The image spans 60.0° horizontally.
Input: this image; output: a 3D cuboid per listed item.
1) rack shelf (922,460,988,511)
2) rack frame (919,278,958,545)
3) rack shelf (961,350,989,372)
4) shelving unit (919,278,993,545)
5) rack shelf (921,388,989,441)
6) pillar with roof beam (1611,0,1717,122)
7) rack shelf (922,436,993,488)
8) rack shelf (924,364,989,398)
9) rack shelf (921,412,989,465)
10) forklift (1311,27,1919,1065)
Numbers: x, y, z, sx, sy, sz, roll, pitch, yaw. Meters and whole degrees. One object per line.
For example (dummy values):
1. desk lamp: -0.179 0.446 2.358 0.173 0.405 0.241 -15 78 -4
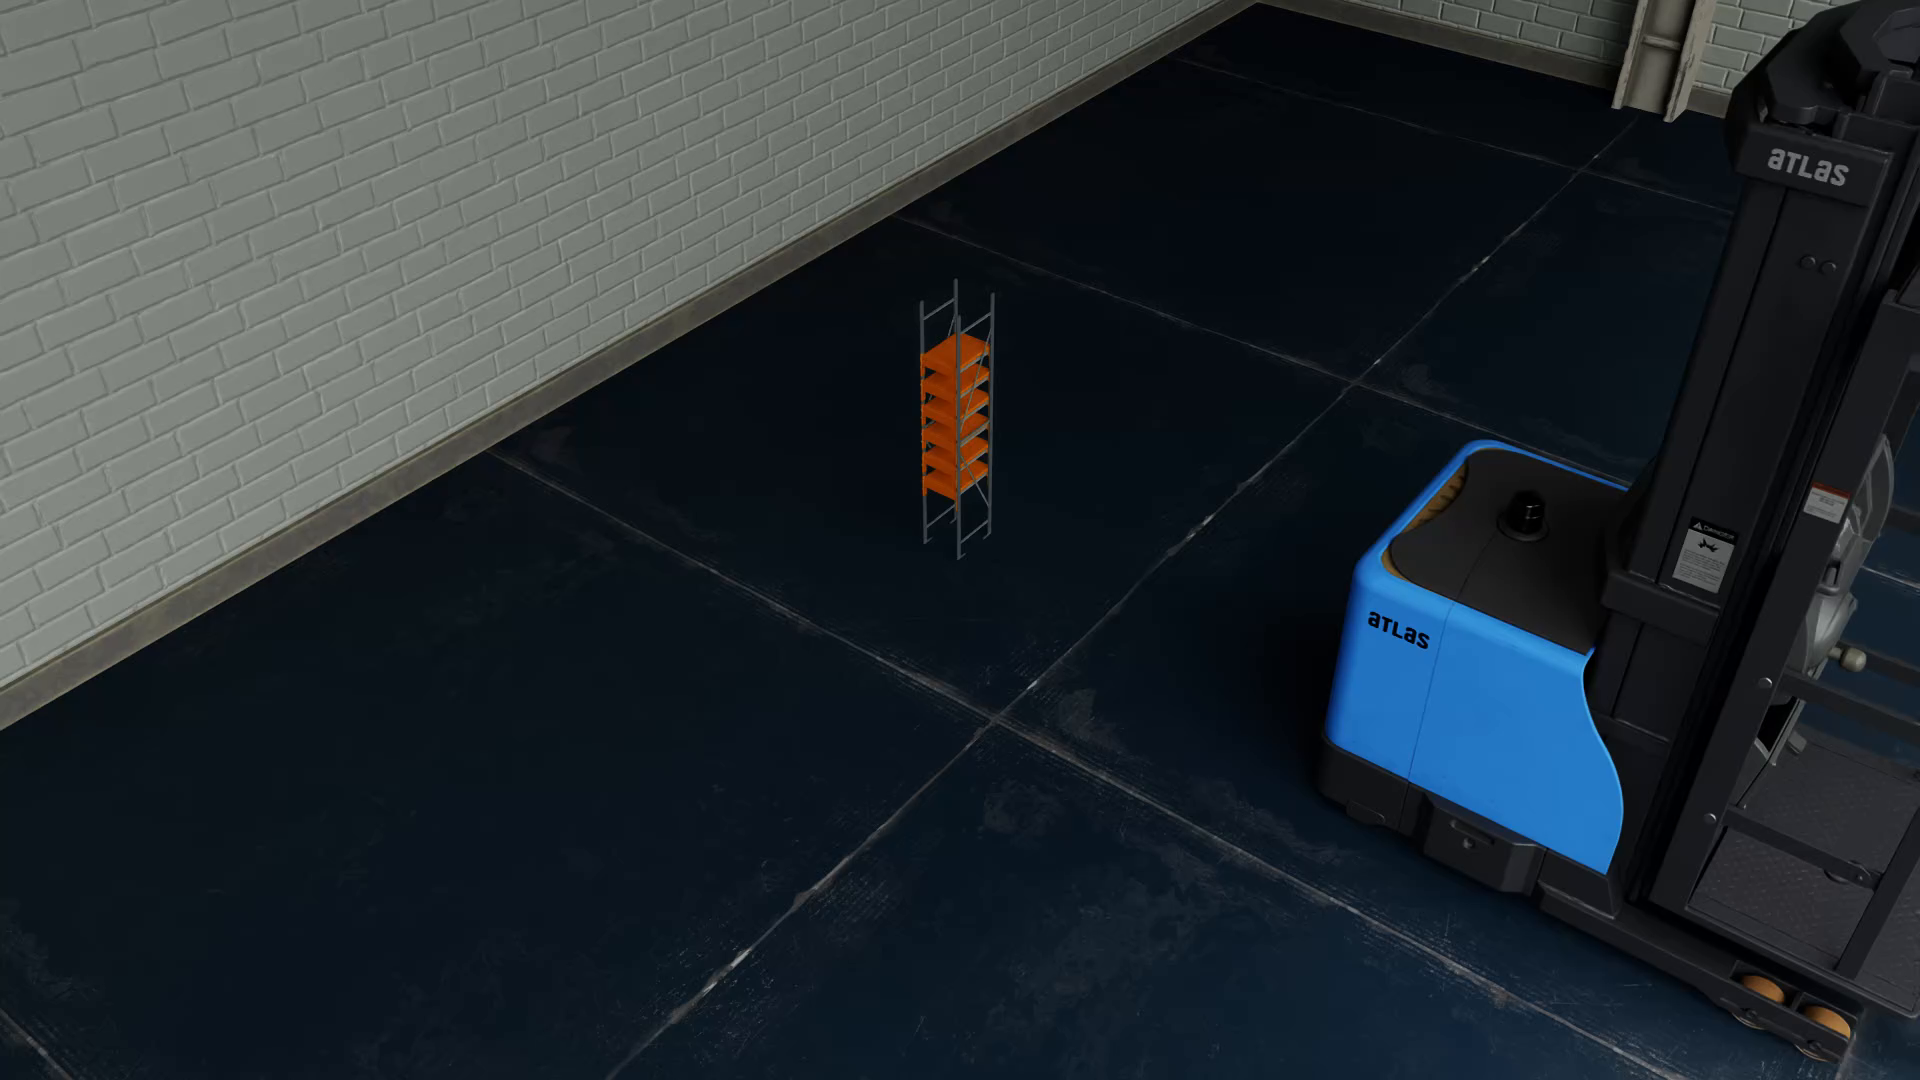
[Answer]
1. rack shelf: -0.011 -0.254 7.062 0.180 0.103 0.258 25 45 29
2. rack frame: -0.084 -0.512 6.931 0.006 1.200 0.240 25 45 29
3. rack shelf: -0.011 -0.742 6.680 0.166 0.020 0.199 25 45 29
4. shelving unit: -0.013 -0.479 6.888 0.184 1.200 0.258 25 45 29
5. rack shelf: -0.011 -0.537 6.840 0.180 0.103 0.258 25 45 29
6. pillar with roof beam: 1.884 -4.262 5.394 0.400 9.000 9.100 25 45 29
7. rack shelf: -0.011 -0.348 6.988 0.180 0.103 0.258 25 45 29
8. rack shelf: -0.011 -0.653 6.750 0.171 0.034 0.221 25 45 29
9. rack shelf: -0.011 -0.443 6.914 0.180 0.103 0.258 25 45 29
10. forklift: 2.753 0.143 4.798 3.031 2.797 1.129 25 45 28
